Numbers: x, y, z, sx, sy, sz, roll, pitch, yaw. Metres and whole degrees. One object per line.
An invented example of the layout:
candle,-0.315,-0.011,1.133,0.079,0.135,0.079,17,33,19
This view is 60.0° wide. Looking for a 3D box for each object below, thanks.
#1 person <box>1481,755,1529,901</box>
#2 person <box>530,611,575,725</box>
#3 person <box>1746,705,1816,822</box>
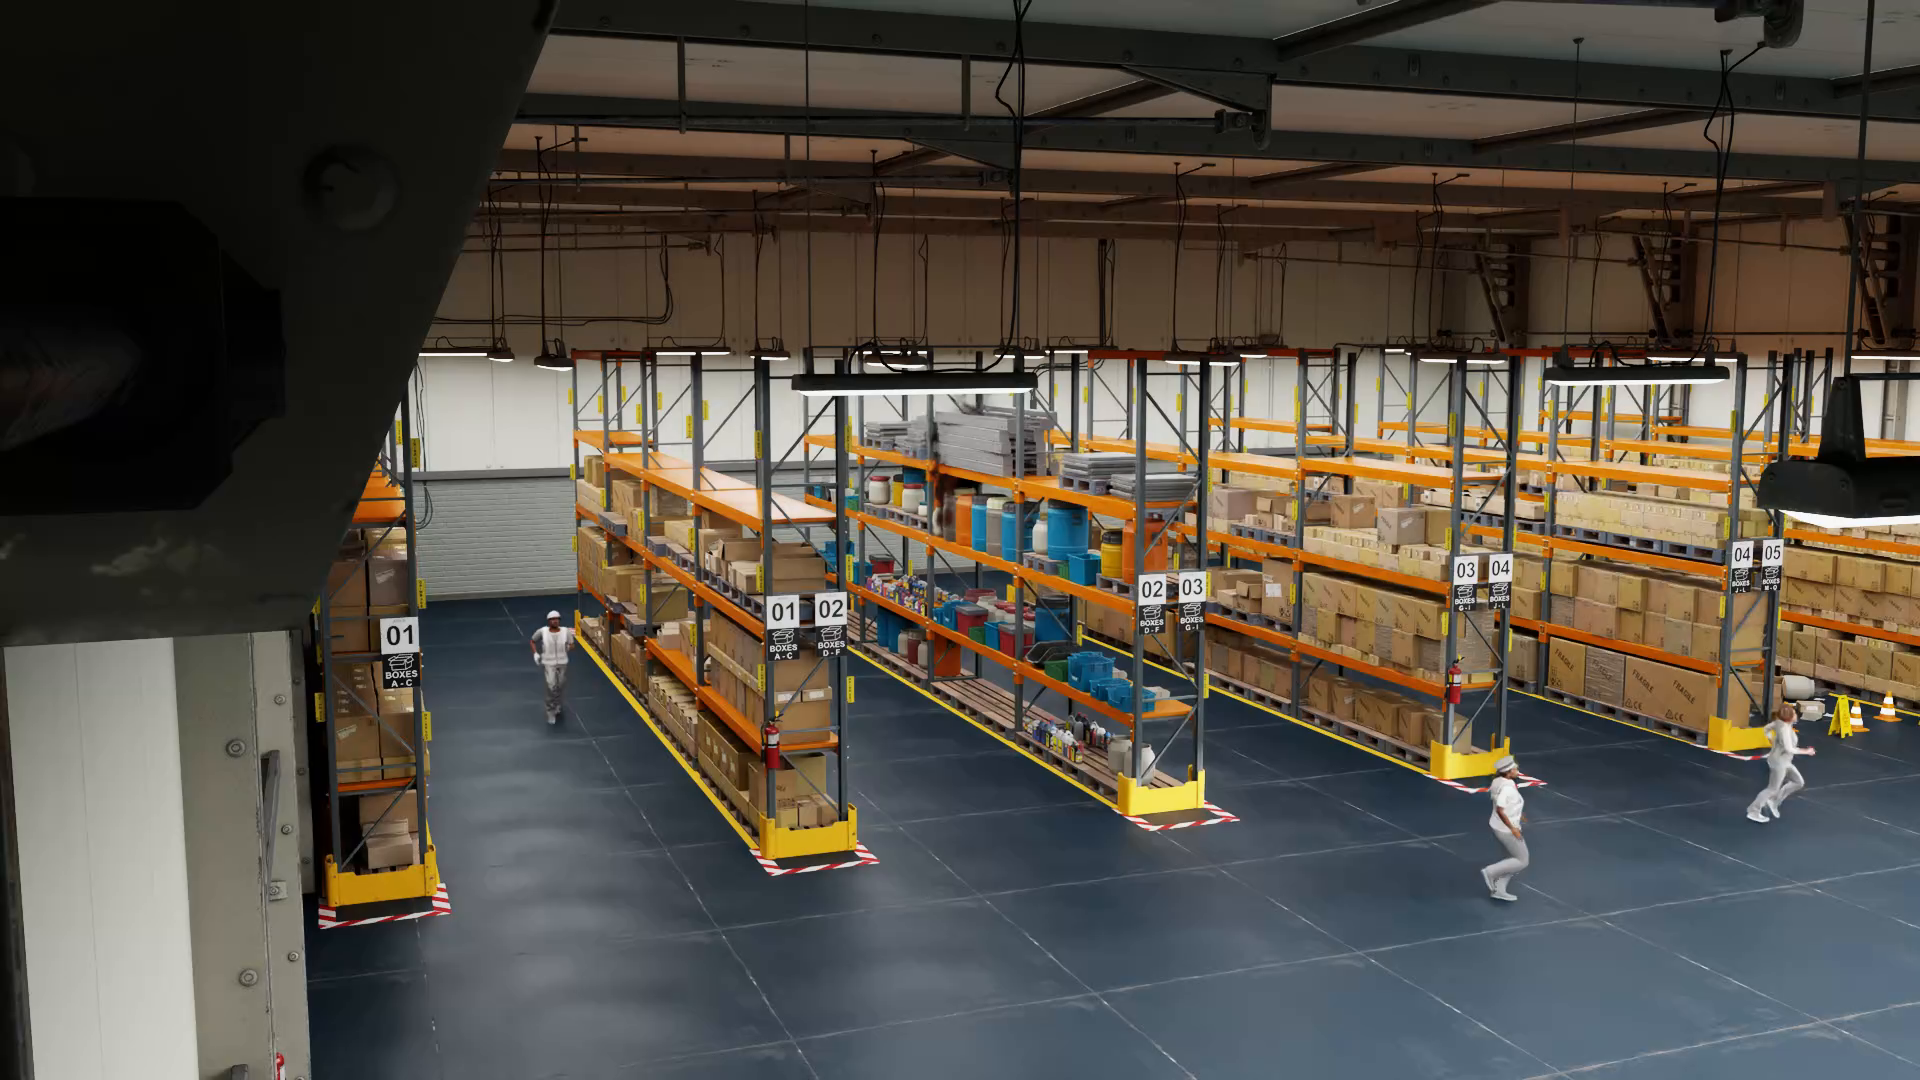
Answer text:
person,6.099,3.219,18.578,0.560,1.661,0.575,0,7,1
person,-6.630,2.069,27.227,0.670,1.843,0.760,-4,8,-28
person,10.606,2.881,21.463,0.762,1.552,0.554,3,8,24
